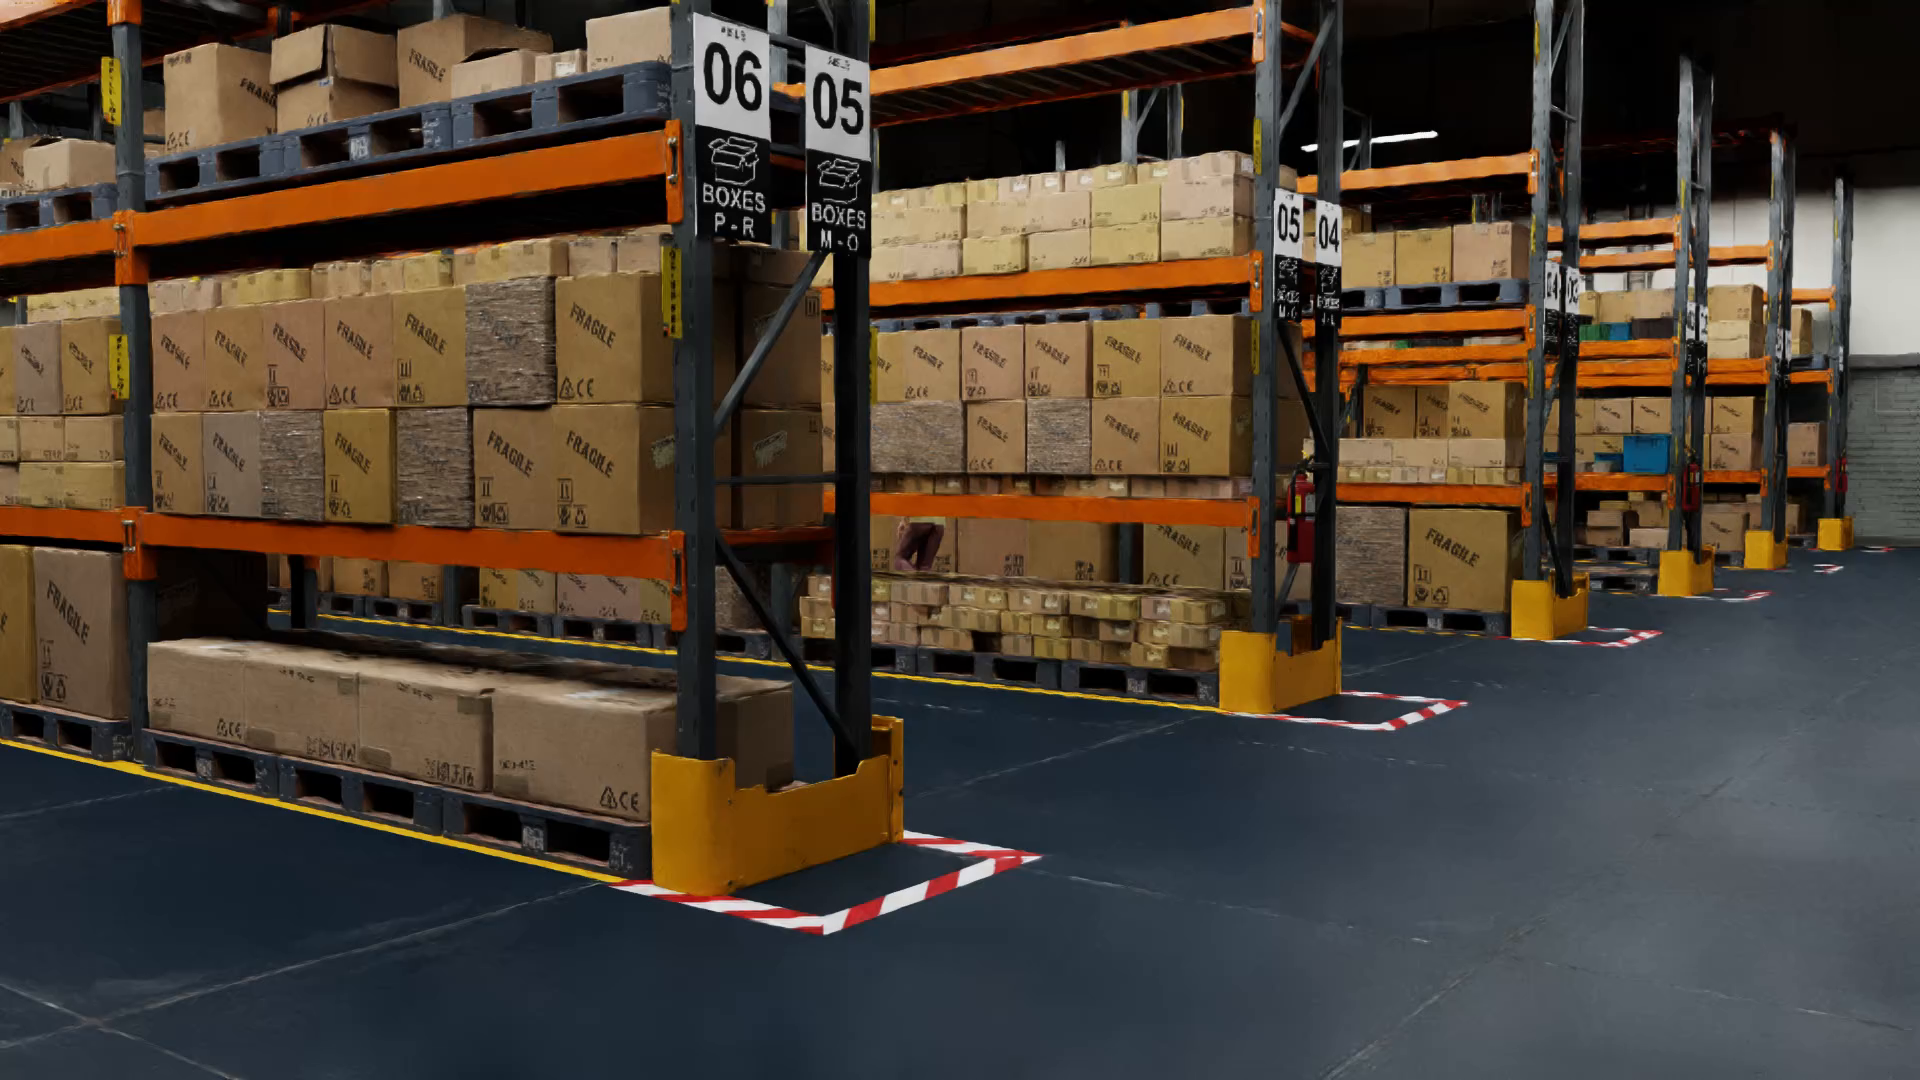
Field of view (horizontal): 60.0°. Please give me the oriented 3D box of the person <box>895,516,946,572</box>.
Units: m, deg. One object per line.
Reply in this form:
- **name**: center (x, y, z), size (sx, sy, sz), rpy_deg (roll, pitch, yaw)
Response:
- **person**: center (-0.355, -0.102, 15.623), size (0.638, 1.649, 0.457), rpy_deg (-2, 4, -29)
